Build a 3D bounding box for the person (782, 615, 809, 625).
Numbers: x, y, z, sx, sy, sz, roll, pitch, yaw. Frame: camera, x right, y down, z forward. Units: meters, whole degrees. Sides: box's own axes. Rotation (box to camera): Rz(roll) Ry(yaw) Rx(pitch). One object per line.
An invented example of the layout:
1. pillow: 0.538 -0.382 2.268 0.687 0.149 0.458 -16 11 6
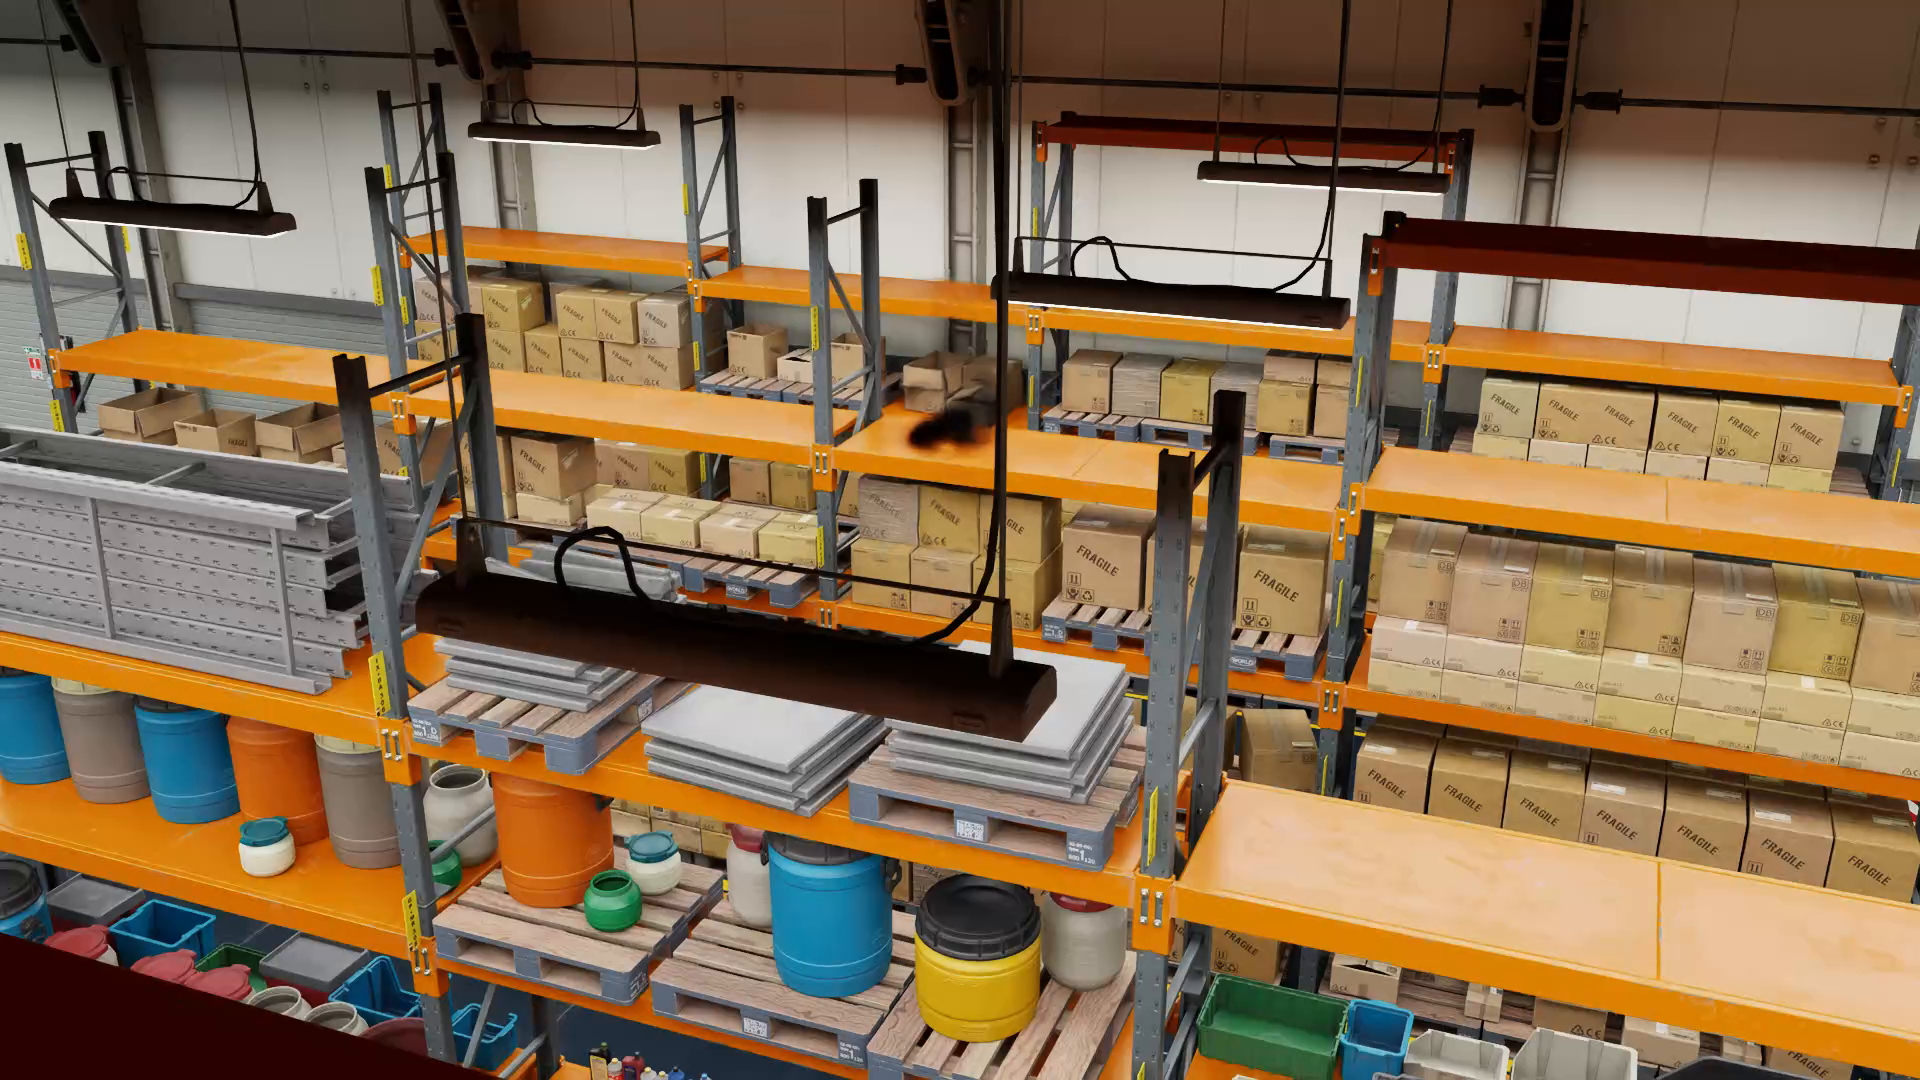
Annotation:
1. person: -1.580 1.413 16.368 0.913 1.657 0.569 5 21 14
